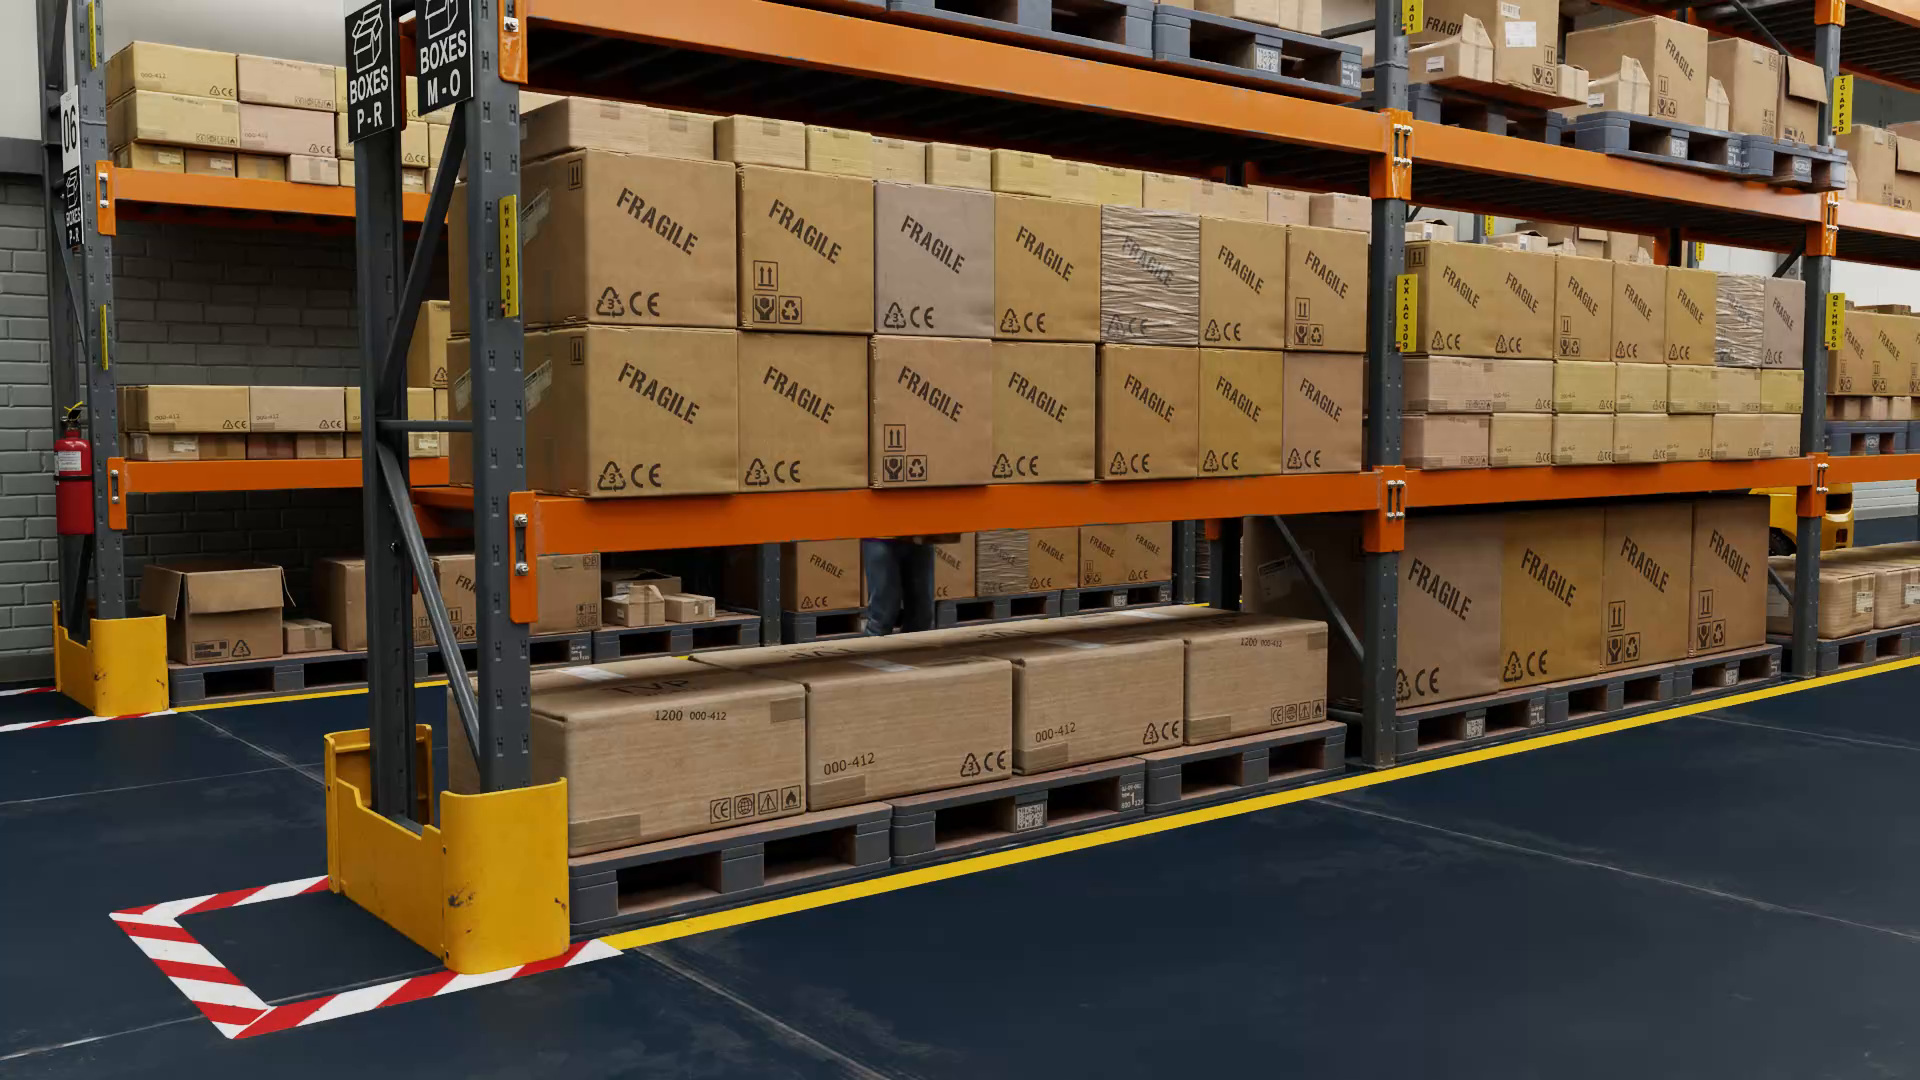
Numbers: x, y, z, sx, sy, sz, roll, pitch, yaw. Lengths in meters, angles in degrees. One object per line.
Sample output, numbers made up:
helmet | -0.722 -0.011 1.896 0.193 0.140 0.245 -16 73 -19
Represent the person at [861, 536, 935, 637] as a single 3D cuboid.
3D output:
person | -0.262 0.016 8.657 0.503 1.760 0.586 -3 5 -38
